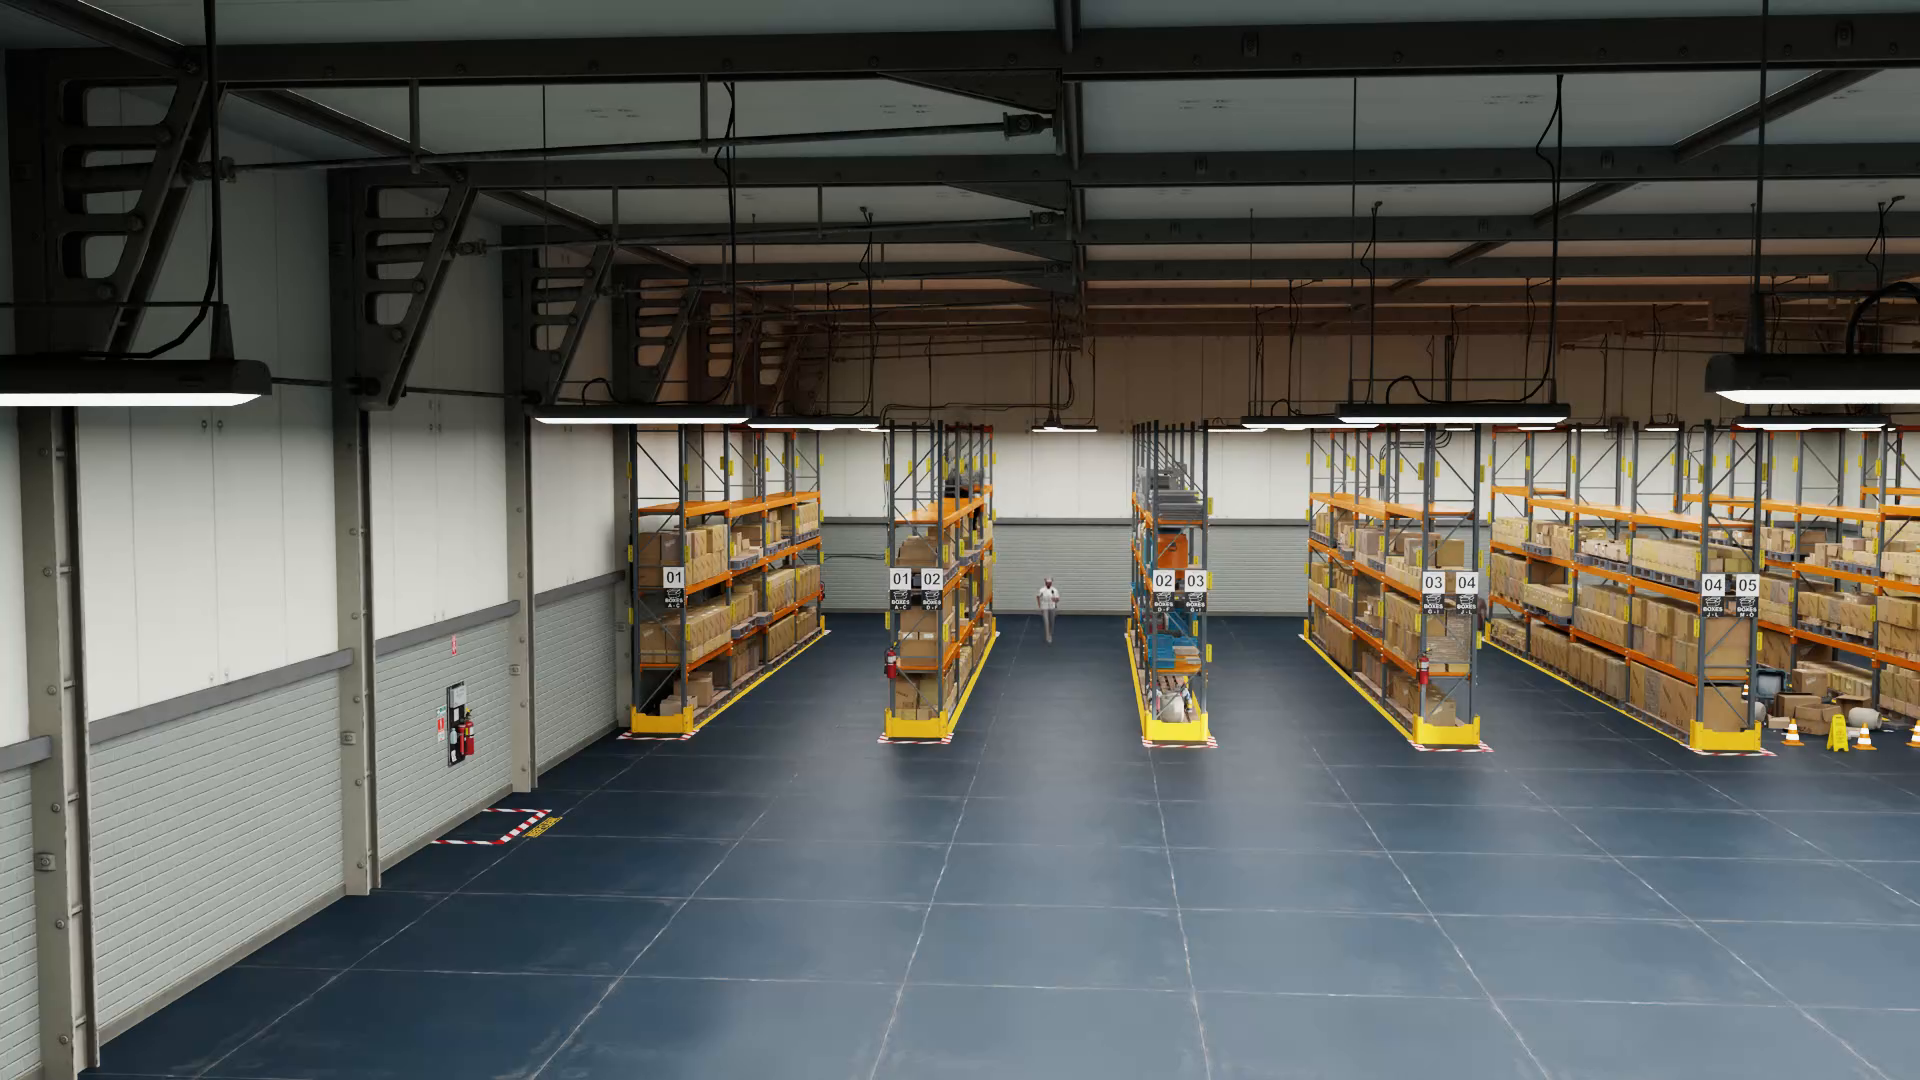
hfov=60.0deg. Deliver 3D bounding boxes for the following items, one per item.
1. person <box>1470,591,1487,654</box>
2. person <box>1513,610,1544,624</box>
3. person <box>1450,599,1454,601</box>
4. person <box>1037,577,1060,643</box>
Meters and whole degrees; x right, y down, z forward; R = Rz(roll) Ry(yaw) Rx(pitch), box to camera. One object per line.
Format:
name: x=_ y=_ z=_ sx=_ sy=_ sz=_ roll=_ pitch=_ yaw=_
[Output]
person: x=13.416 y=2.120 z=43.394 sx=0.698 sy=1.729 sz=0.669 roll=0 pitch=4 yaw=0
person: x=16.205 y=1.970 z=47.473 sx=1.055 sy=1.601 sz=0.705 roll=0 pitch=4 yaw=7
person: x=13.609 y=1.956 z=47.002 sx=0.768 sy=1.601 sz=0.703 roll=-2 pitch=4 yaw=-27
person: x=2.312 y=1.834 z=43.530 sx=0.564 sy=1.727 sz=0.837 roll=0 pitch=4 yaw=-6
